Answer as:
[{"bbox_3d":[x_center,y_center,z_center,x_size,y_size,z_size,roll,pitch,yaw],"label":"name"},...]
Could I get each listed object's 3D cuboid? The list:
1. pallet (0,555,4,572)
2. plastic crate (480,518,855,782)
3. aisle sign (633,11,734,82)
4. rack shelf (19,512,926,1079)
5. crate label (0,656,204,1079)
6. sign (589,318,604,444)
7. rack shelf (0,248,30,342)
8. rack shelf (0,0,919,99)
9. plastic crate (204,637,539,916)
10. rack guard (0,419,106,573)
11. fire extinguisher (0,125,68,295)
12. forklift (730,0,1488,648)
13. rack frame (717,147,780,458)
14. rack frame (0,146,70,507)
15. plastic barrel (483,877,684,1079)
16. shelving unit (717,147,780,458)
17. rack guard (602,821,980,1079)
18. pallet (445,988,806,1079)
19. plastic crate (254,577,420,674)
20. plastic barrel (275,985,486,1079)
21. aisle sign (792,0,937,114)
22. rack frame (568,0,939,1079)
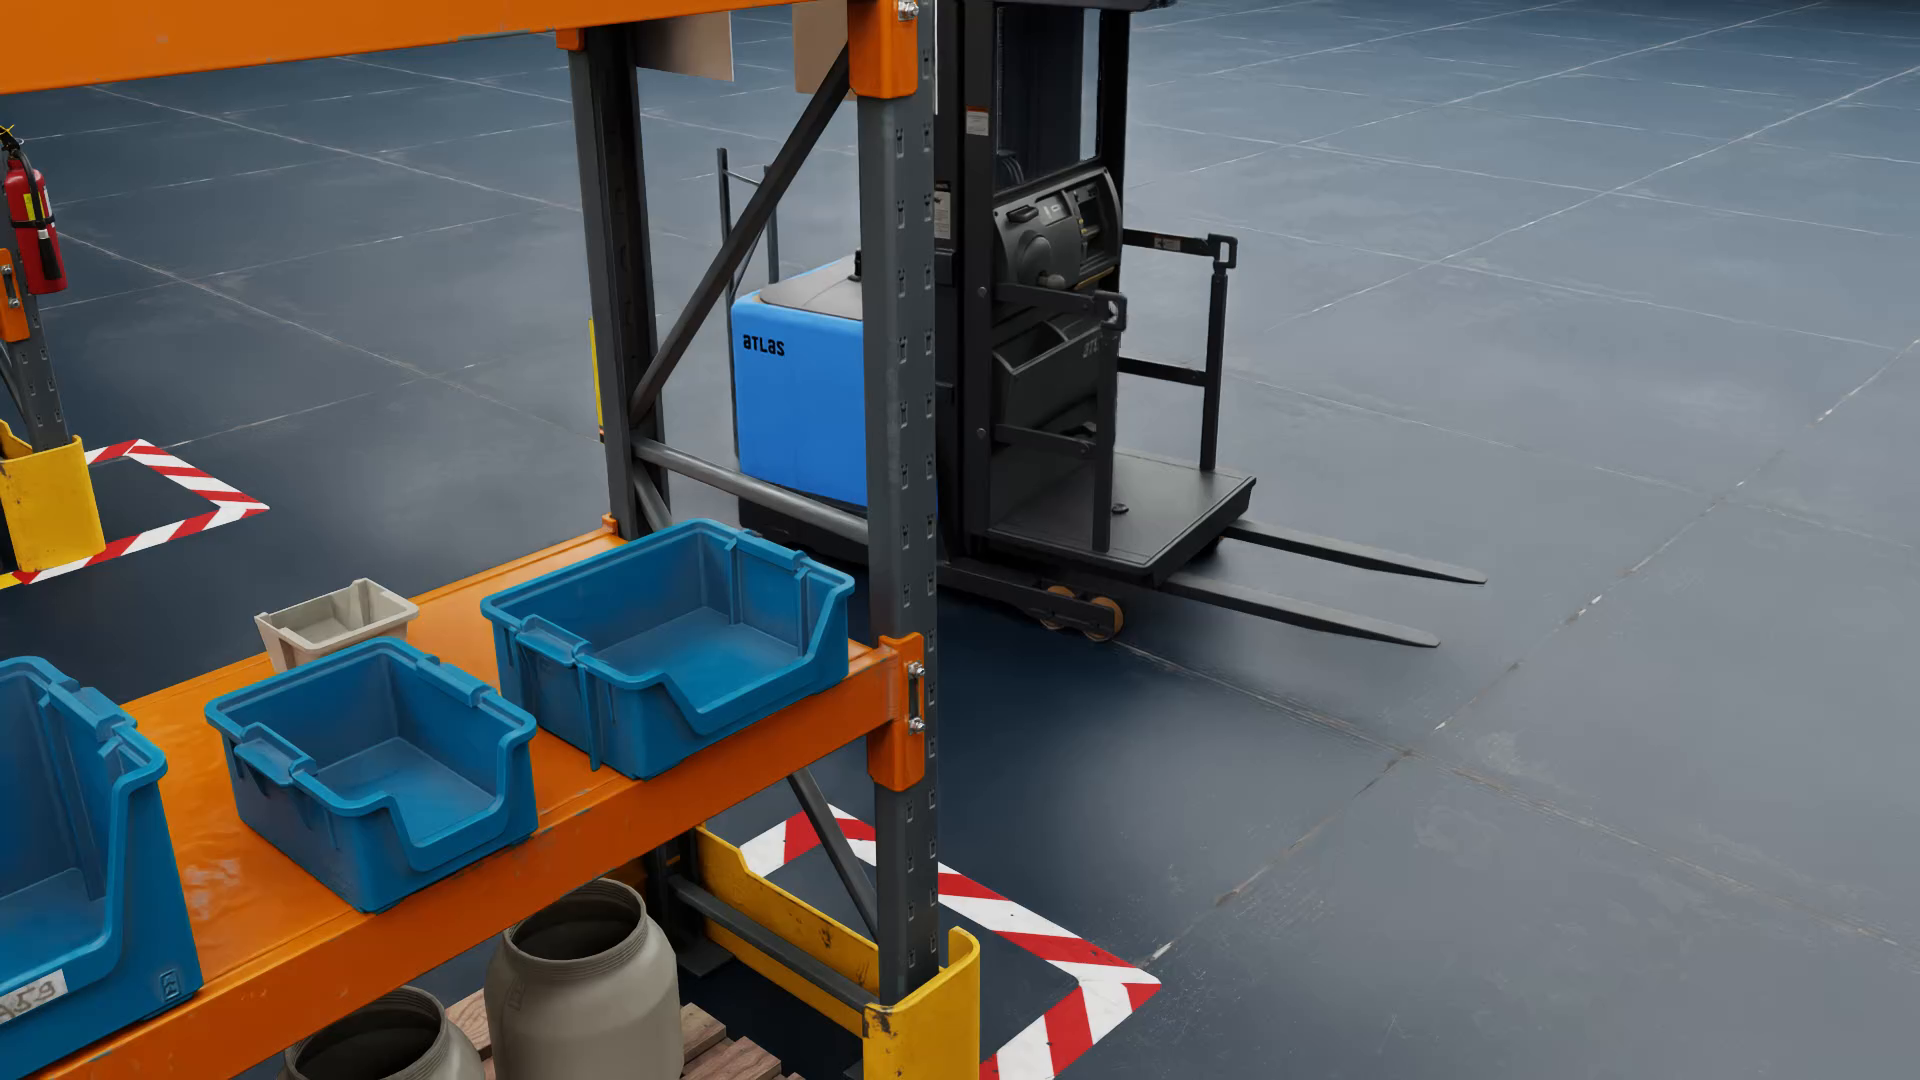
[{"bbox_3d":[-4.768,0.078,6.818,1.003,0.211,1.213,20,31,38],"label":"pallet"},{"bbox_3d":[-0.572,0.199,3.322,0.499,0.251,0.616,20,31,38],"label":"plastic crate"},{"bbox_3d":[-0.631,-1.391,3.509,0.394,0.787,0.004,20,31,38],"label":"aisle sign"},{"bbox_3d":[-1.796,0.834,2.602,1.077,0.370,4.000,20,31,38],"label":"rack shelf"},{"bbox_3d":[-1.488,0.515,2.391,0.502,0.435,0.616,20,31,38],"label":"crate label"},{"bbox_3d":[-0.868,-0.381,4.095,0.100,0.325,0.005,20,31,38],"label":"sign"},{"bbox_3d":[-5.484,-0.518,5.618,1.077,0.370,4.000,20,31,38],"label":"rack shelf"},{"bbox_3d":[-1.796,-0.534,1.988,1.077,0.370,4.000,20,31,38],"label":"rack shelf"},{"bbox_3d":[-1.010,0.395,2.884,0.499,0.251,0.408,20,31,38],"label":"plastic crate"},{"bbox_3d":[-4.200,-0.292,7.290,1.175,0.500,0.348,20,31,38],"label":"rack guard"},{"bbox_3d":[-3.730,-1.329,6.643,0.296,0.674,0.183,20,31,38],"label":"fire extinguisher"},{"bbox_3d":[0.563,-1.197,6.336,3.031,2.935,1.130,14,28,28],"label":"forklift"},{"bbox_3d":[-0.956,-1.019,7.689,0.032,1.500,0.500,-15,28,-31],"label":"rack frame"},{"bbox_3d":[-4.149,-1.456,6.830,1.000,3.000,0.127,20,31,38],"label":"rack frame"},{"bbox_3d":[-0.843,1.062,3.743,0.421,0.512,0.421,0,24,0],"label":"plastic barrel"},{"bbox_3d":[-0.534,-1.135,7.948,1.048,1.500,0.538,-15,28,-31],"label":"shelving unit"},{"bbox_3d":[-0.476,1.073,4.245,1.175,0.500,0.348,20,31,38],"label":"rack guard"},{"bbox_3d":[-1.023,1.451,3.755,1.003,0.211,1.213,20,31,38],"label":"pallet"},{"bbox_3d":[-1.298,0.202,3.456,0.298,0.136,0.250,20,31,38],"label":"plastic crate"},{"bbox_3d":[-1.178,1.215,3.402,0.421,0.512,0.421,0,24,0],"label":"plastic barrel"},{"bbox_3d":[-0.192,-1.230,3.150,0.394,0.787,0.004,20,31,38],"label":"aisle sign"},{"bbox_3d":[-0.461,-0.103,3.814,1.000,3.000,0.127,20,31,38],"label":"rack frame"}]
